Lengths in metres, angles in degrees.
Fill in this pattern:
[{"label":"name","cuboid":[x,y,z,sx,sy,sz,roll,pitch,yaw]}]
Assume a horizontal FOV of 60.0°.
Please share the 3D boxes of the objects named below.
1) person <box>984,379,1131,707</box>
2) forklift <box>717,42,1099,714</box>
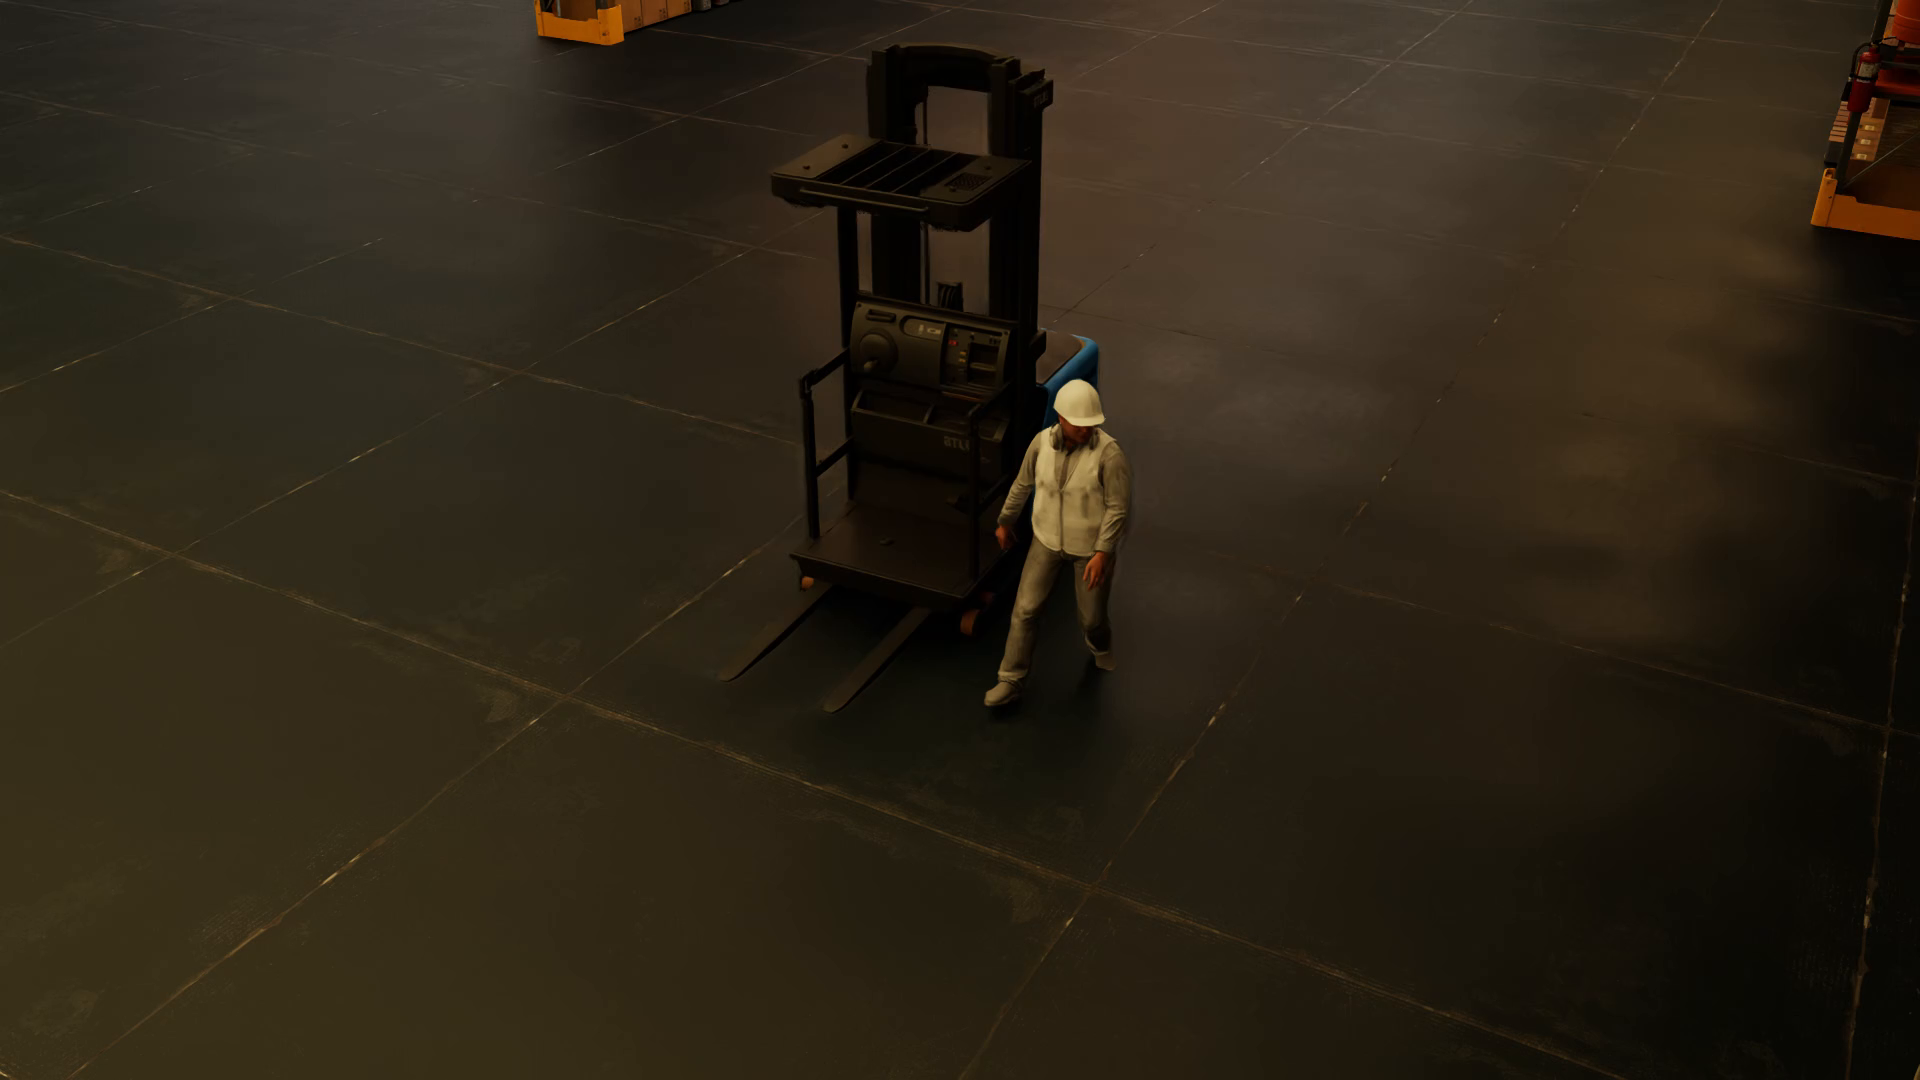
[{"label":"person","cuboid":[0.469,0.048,8.294,0.729,1.782,0.880,13,32,21]},{"label":"forklift","cuboid":[-0.256,-0.986,8.779,1.130,2.935,3.031,14,33,22]}]
